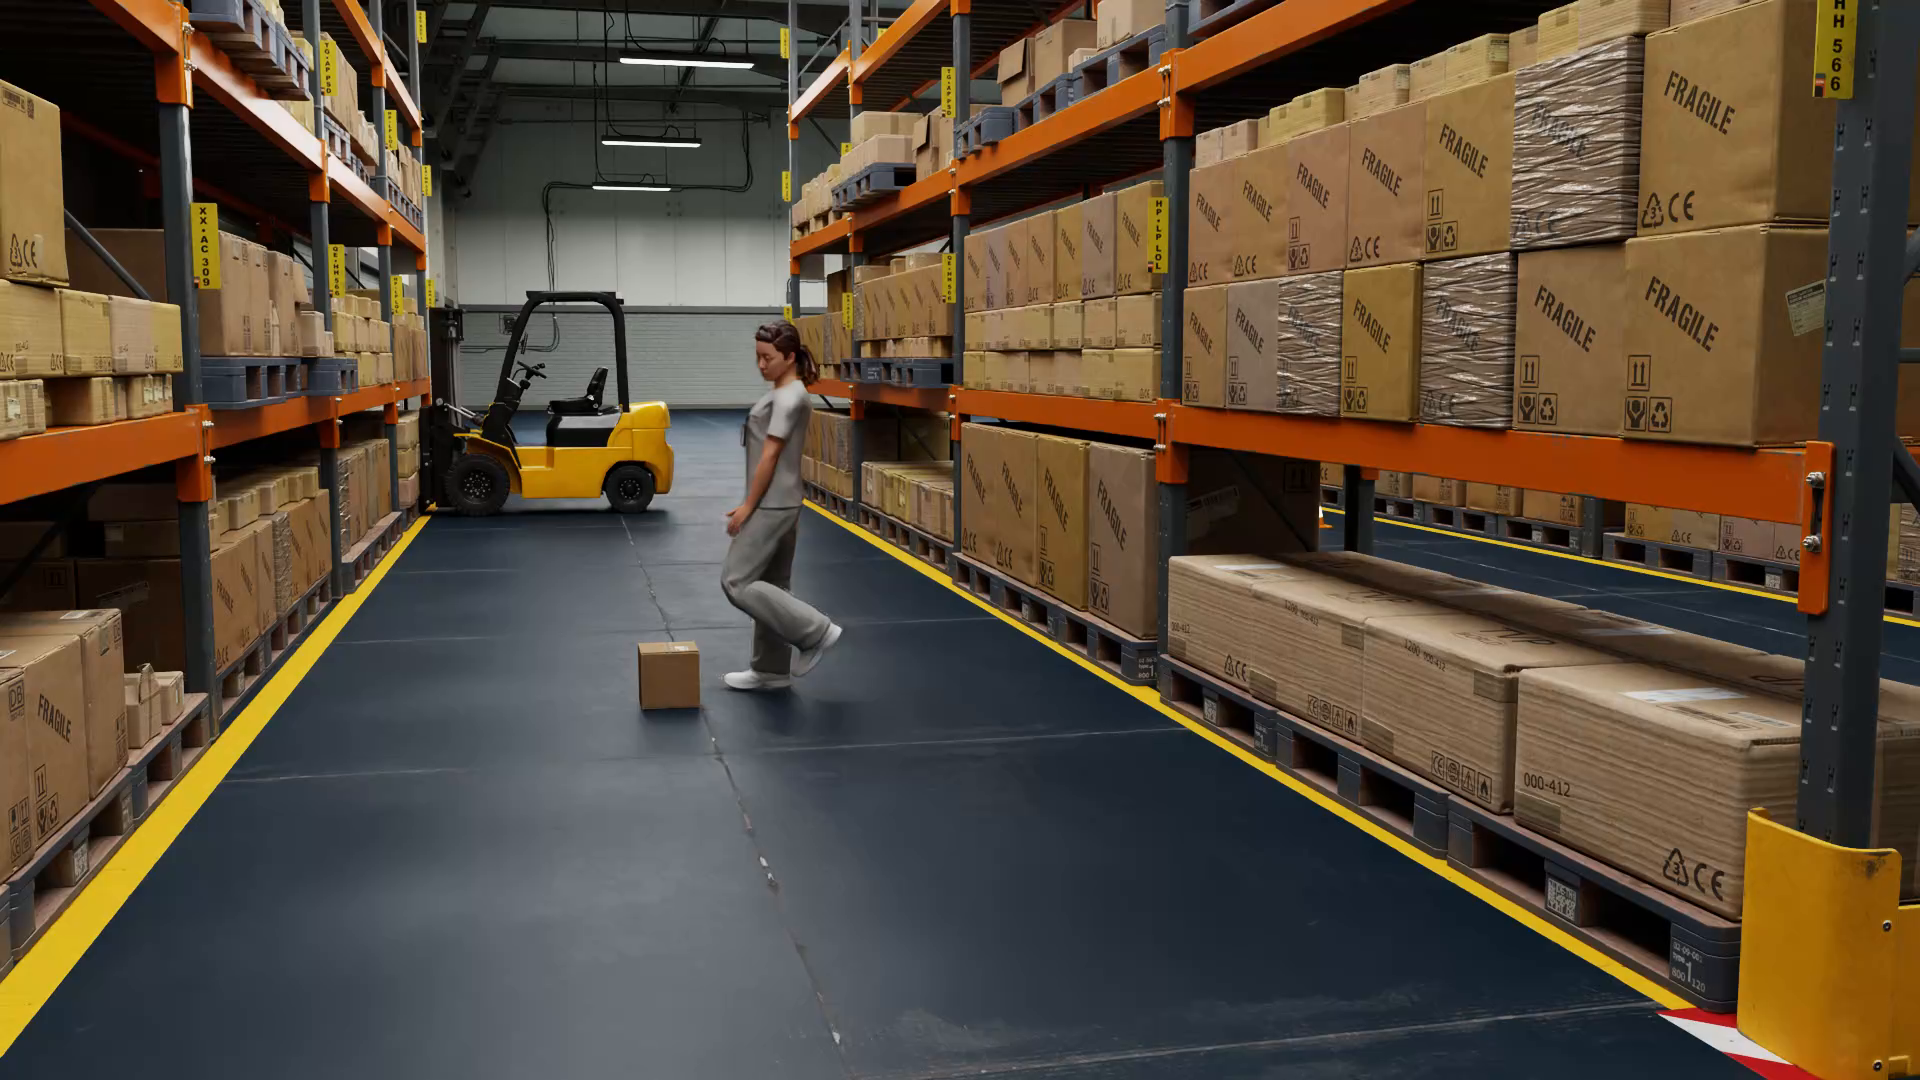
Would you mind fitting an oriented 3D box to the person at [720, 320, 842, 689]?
[{"bbox_3d":[-0.795,-0.128,7.343,0.532,1.656,0.486,-1,6,-5],"label":"person"}]
